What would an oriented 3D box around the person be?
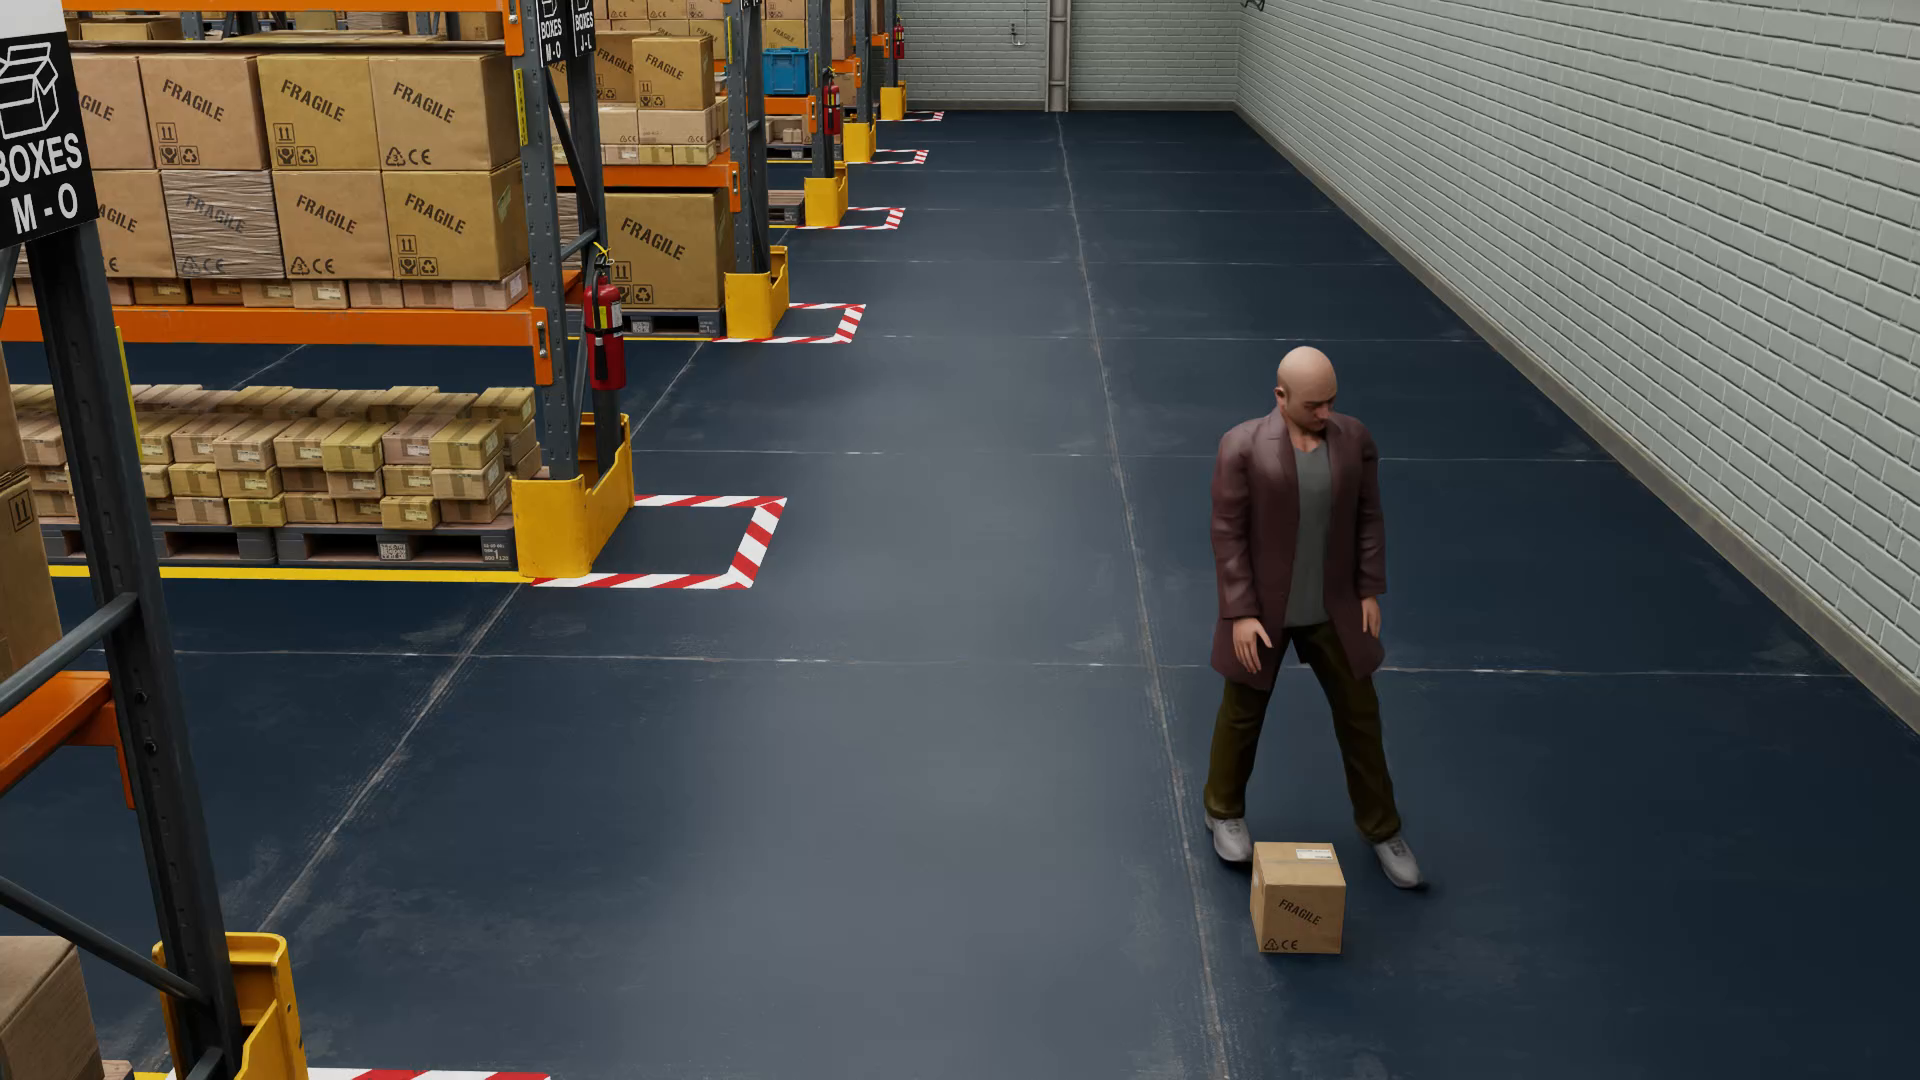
[{"bbox_3d":[1.165,0.249,5.410,0.710,1.773,0.573,-2,21,-7],"label":"person"}]
